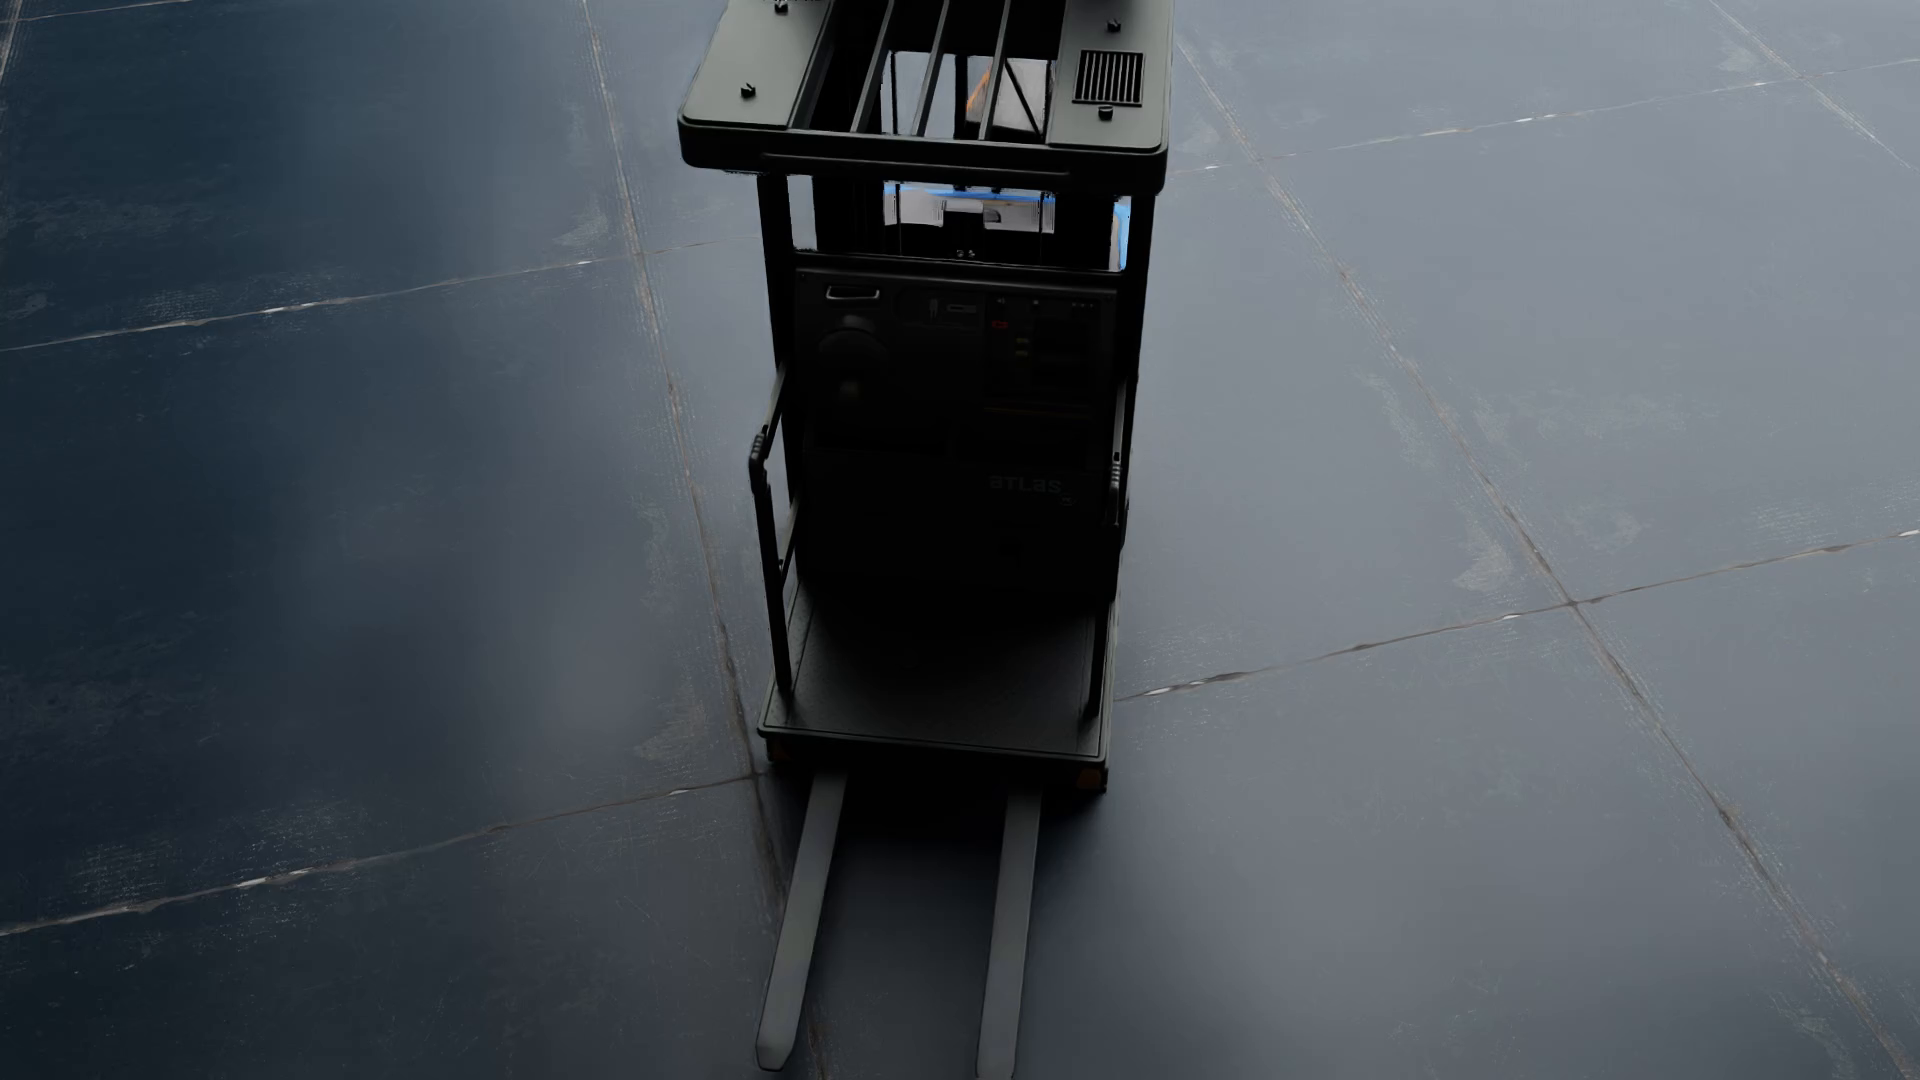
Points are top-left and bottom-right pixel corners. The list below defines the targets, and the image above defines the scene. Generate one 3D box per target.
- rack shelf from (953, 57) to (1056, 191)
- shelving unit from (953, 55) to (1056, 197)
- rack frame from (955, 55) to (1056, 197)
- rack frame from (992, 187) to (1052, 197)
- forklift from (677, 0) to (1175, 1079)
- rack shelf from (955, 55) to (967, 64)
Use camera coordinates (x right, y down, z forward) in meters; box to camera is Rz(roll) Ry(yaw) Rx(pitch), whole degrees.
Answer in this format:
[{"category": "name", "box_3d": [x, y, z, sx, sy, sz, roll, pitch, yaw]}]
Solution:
[{"category": "rack shelf", "box_3d": [0.249, -1.465, 6.229, 0.431, 0.518, 0.480, 13, 46, 12]}, {"category": "shelving unit", "box_3d": [0.249, -1.474, 6.220, 0.431, 2.100, 0.503, 13, 46, 12]}, {"category": "rack frame", "box_3d": [0.176, -1.310, 6.055, 0.400, 2.100, 0.015, 13, 46, 12]}, {"category": "rack frame", "box_3d": [0.322, -1.638, 6.385, 0.400, 2.100, 0.015, 13, 46, 12]}, {"category": "forklift", "box_3d": [-0.041, -0.477, 4.665, 1.130, 2.935, 3.031, 5, 46, 5]}, {"category": "rack shelf", "box_3d": [0.253, -1.960, 5.735, 0.431, 0.518, 0.480, 13, 46, 12]}]
